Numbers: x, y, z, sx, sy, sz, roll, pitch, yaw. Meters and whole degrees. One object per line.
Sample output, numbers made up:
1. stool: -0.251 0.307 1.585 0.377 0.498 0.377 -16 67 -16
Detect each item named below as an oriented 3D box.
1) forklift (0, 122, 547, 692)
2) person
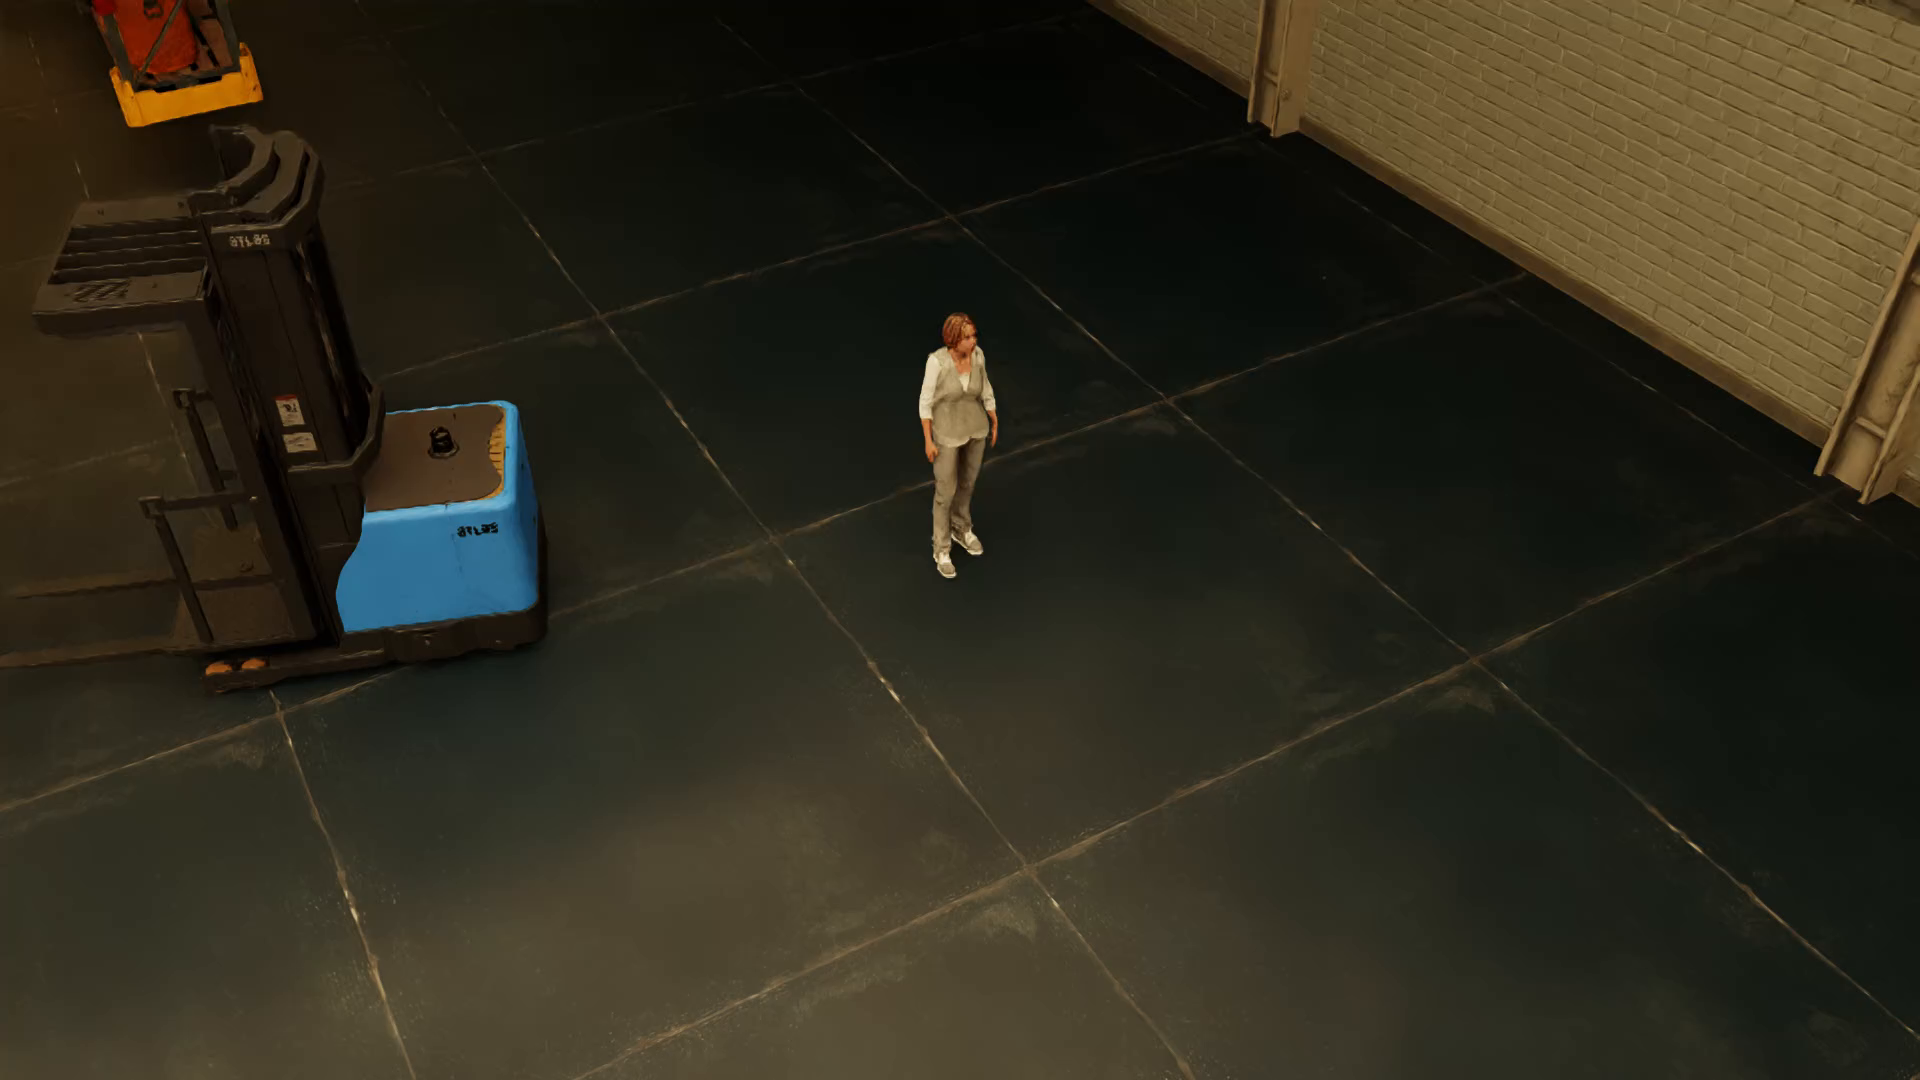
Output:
1. forklift: -3.954 -0.645 8.814 3.031 2.935 1.130 -7 40 -8
2. person: 0.025 -0.575 9.763 0.521 1.597 0.474 -20 44 -23
